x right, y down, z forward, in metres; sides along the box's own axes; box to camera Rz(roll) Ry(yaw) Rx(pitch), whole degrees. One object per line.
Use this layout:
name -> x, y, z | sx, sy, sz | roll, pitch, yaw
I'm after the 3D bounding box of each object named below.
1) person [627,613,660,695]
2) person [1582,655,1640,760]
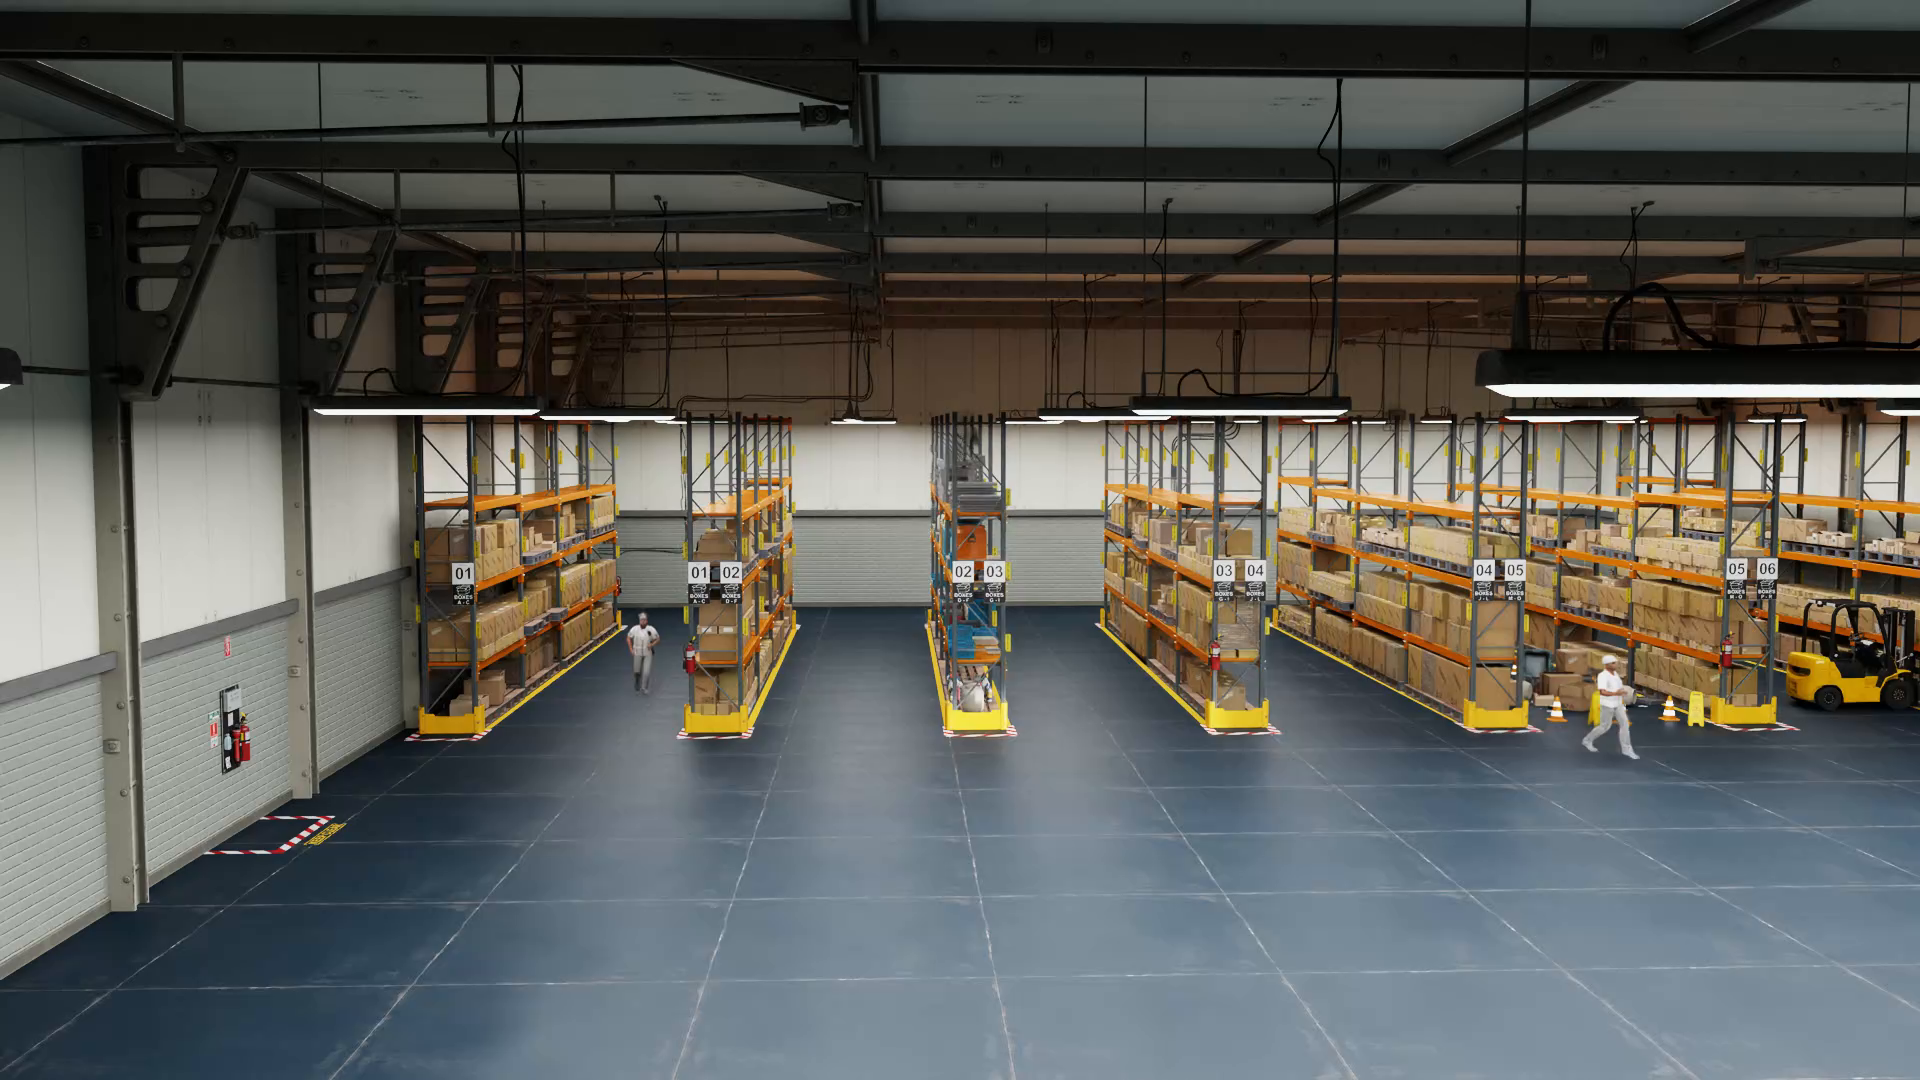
person -> -6.759, 2.430, 35.481 | 0.710, 1.757, 0.563 | 0, 4, -6
person -> 11.310, 2.874, 28.820 | 0.707, 1.773, 0.951 | -3, 5, -41
